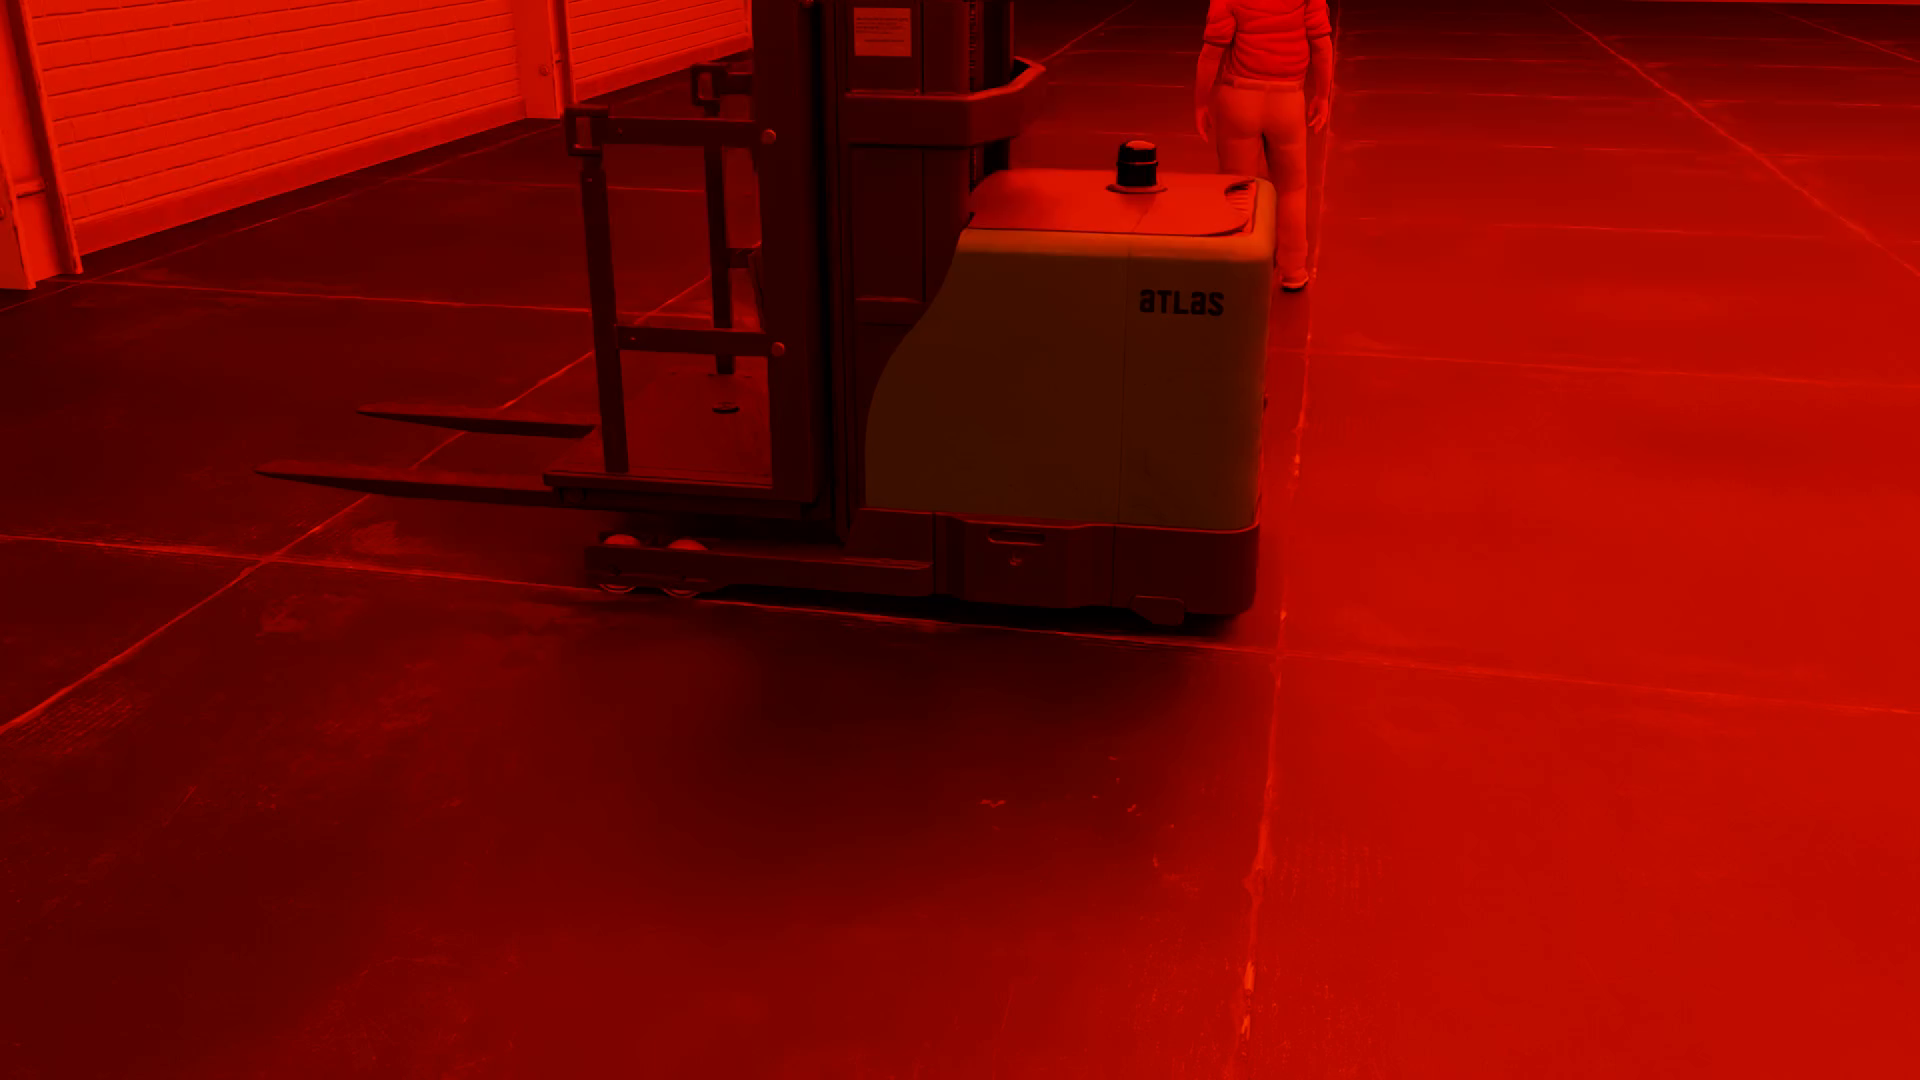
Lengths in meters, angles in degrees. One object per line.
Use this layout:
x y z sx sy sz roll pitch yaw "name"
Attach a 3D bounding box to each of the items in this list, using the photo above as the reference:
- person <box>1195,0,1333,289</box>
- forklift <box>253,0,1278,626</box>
1.411 -2.030 7.819 0.640 1.727 0.551 1 22 2 "person"
-0.611 -1.381 4.654 3.031 2.935 1.130 4 23 10 "forklift"
